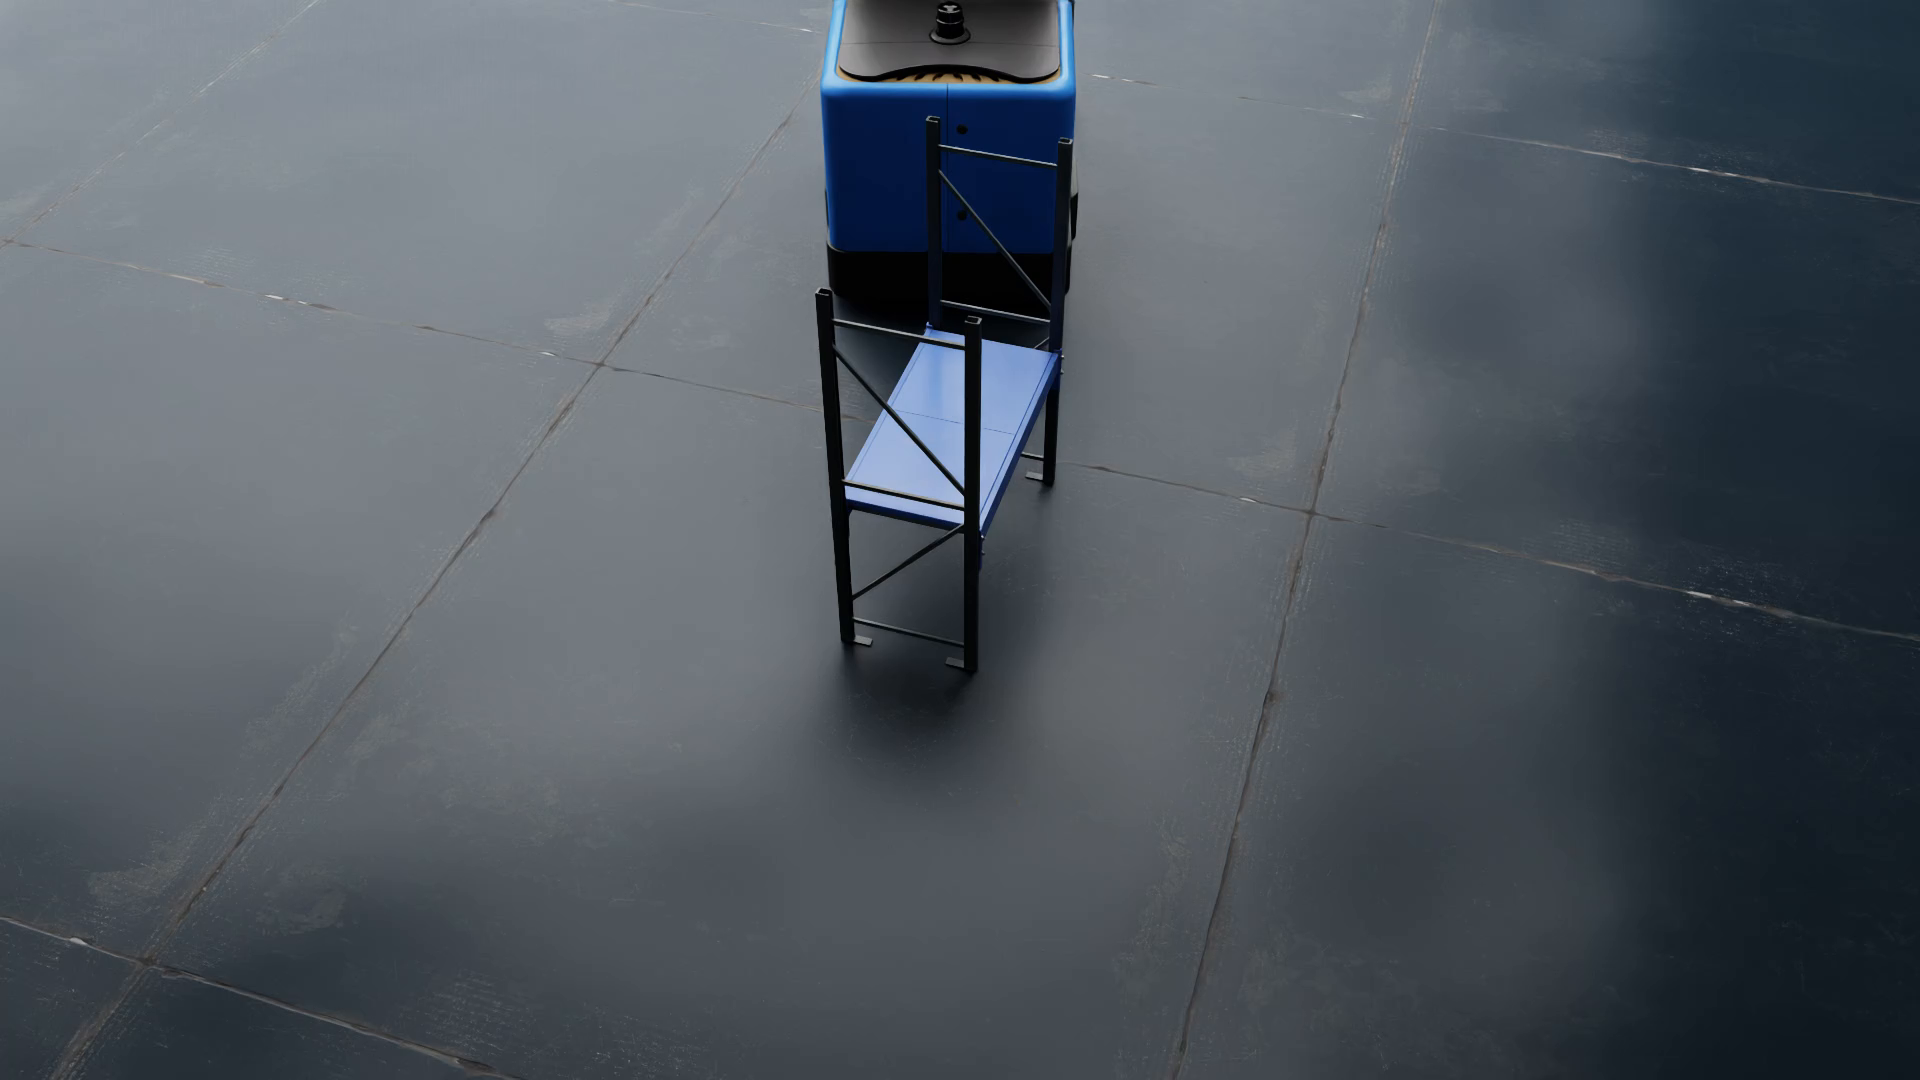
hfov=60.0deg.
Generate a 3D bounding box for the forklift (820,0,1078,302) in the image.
[{"bbox_3d":[-0.015,-3.091,7.313,1.130,2.935,3.031,1,44,1],"label":"forklift"}]

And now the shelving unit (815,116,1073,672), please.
[{"bbox_3d":[-0.026,-0.479,5.667,0.538,1.500,1.048,13,46,12],"label":"shelving unit"}]

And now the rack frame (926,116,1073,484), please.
[{"bbox_3d":[0.128,-0.818,6.014,0.500,1.500,0.032,13,46,12],"label":"rack frame"}]

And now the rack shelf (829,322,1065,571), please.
[{"bbox_3d":[-0.026,-0.351,5.793,0.538,0.185,1.000,13,46,12],"label":"rack shelf"}]

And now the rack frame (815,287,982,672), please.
[{"bbox_3d":[-0.180,-0.140,5.321,0.500,1.500,0.032,13,46,12],"label":"rack frame"}]
